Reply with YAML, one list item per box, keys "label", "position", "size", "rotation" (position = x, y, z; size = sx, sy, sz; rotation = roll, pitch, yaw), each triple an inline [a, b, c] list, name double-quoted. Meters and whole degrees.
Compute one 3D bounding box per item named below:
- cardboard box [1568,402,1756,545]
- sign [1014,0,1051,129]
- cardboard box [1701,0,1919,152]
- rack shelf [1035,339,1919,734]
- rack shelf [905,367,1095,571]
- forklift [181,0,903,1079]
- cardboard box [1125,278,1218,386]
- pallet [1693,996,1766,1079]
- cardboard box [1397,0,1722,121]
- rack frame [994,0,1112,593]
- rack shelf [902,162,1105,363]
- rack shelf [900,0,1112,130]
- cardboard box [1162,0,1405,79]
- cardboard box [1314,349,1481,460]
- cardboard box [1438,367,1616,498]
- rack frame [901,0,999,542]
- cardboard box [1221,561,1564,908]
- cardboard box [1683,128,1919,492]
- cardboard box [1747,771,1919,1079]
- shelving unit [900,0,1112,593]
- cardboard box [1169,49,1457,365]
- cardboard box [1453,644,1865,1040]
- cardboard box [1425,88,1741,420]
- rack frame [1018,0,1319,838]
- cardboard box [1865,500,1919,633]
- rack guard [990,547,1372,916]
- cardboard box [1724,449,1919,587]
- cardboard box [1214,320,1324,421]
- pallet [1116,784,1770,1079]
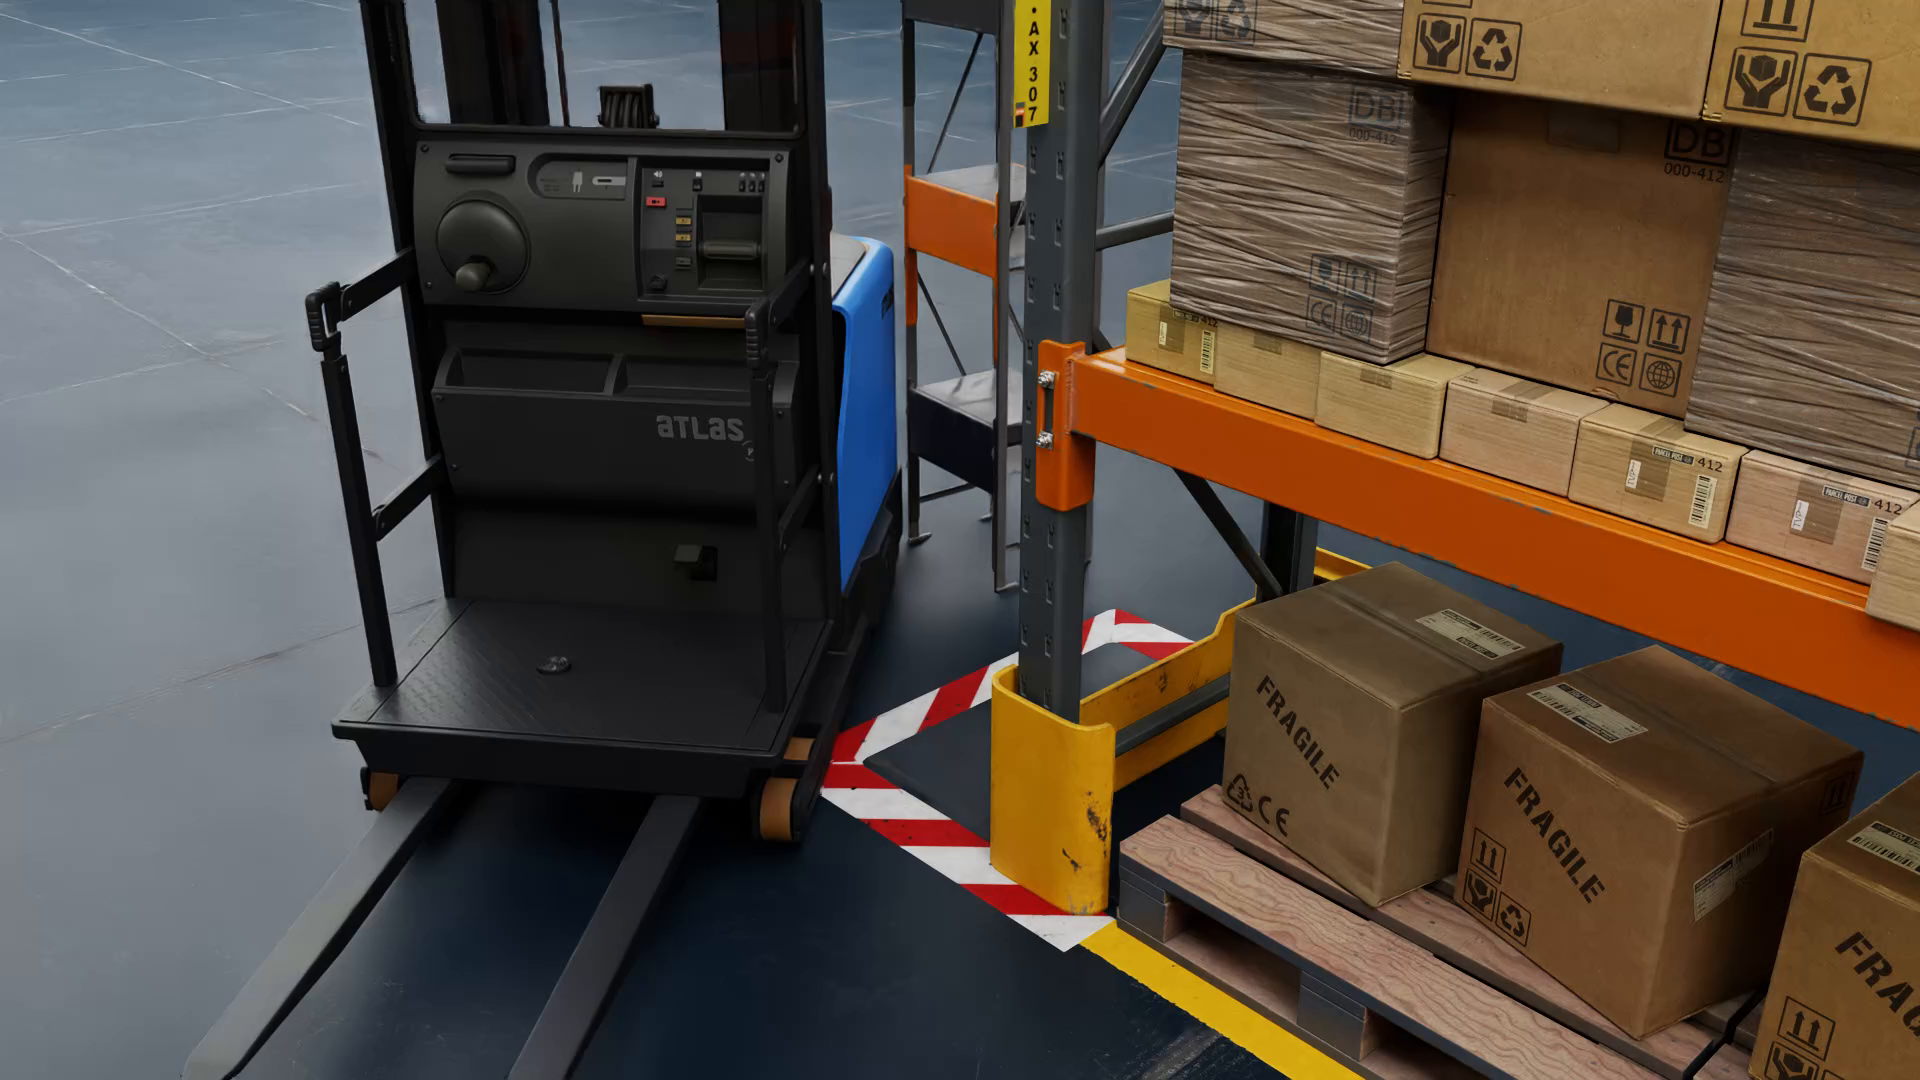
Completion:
- label: "cardboard box"
  position: [1.228, -0.148, 2.762]
  size: [0.380, 0.149, 0.250]
  rotation: [-21, 32, -38]
- label: "sign"
  position: [0.143, -0.965, 3.207]
  size: [0.100, 0.325, 0.005]
  rotation: [-21, 32, -38]
- label: "cardboard box"
  position: [1.395, -0.812, 2.232]
  size: [0.500, 0.500, 0.500]
  rotation: [-21, 32, -38]
- label: "rack shelf"
  position: [1.905, 0.208, 2.546]
  size: [1.077, 0.370, 4.000]
  rotation: [-21, 32, -38]
- label: "rack shelf"
  position: [0.132, -0.267, 5.524]
  size: [0.431, 0.518, 0.480]
  rotation: [-17, 29, -33]
- label: "forklift"
  position: [-0.896, -0.738, 3.836]
  size: [1.130, 2.935, 3.031]
  rotation: [3, 25, 7]
- label: "cardboard box"
  position: [0.559, -0.456, 3.439]
  size: [0.380, 0.149, 0.250]
  rotation: [-21, 32, -38]
- label: "pallet"
  position: [1.950, 1.193, 2.881]
  size: [1.003, 0.211, 1.213]
  rotation: [-21, 32, -38]
- label: "cardboard box"
  position: [1.052, -0.963, 2.563]
  size: [0.500, 0.500, 0.500]
  rotation: [-21, 32, -38]
- label: "rack frame"
  position: [0.277, -0.834, 5.049]
  size: [0.400, 2.100, 0.015]
  rotation: [-17, 29, -33]
- label: "rack shelf"
  position: [0.132, -0.904, 5.233]
  size: [0.431, 0.518, 0.480]
  rotation: [-17, 29, -33]
- label: "rack shelf"
  position: [0.133, -1.541, 4.943]
  size: [0.431, 0.518, 0.480]
  rotation: [-17, 29, -33]
- label: "cardboard box"
  position: [0.715, -1.117, 2.900]
  size: [0.500, 0.500, 0.500]
  rotation: [-21, 32, -38]
- label: "cardboard box"
  position: [0.876, -0.295, 3.086]
  size: [0.380, 0.149, 0.250]
  rotation: [-21, 32, -38]
- label: "cardboard box"
  position: [1.062, -0.225, 2.933]
  size: [0.380, 0.149, 0.250]
  rotation: [-21, 32, -38]
- label: "rack frame"
  position: [-0.012, -0.998, 5.407]
  size: [0.400, 2.100, 0.015]
  rotation: [-17, 29, -33]
- label: "cardboard box"
  position: [0.953, 0.415, 3.731]
  size: [0.500, 0.500, 0.500]
  rotation: [-15, 28, -29]
- label: "cardboard box"
  position: [1.634, -0.450, 2.643]
  size: [0.875, 0.500, 0.500]
  rotation: [-21, 32, -38]
- label: "cardboard box"
  position: [1.801, 0.782, 2.928]
  size: [0.500, 0.500, 0.500]
  rotation: [-18, 30, -34]
- label: "shelving unit"
  position: [0.132, -0.916, 5.228]
  size: [0.431, 2.100, 0.503]
  rotation: [-17, 29, -33]
- label: "cardboard box"
  position: [0.894, -0.731, 3.260]
  size: [0.875, 0.500, 0.500]
  rotation: [-21, 32, -38]
- label: "cardboard box"
  position: [1.387, 0.587, 3.355]
  size: [0.500, 0.500, 0.500]
  rotation: [-12, 27, -25]
- label: "cardboard box"
  position: [1.324, -0.614, 3.002]
  size: [0.875, 0.500, 0.500]
  rotation: [-21, 32, -38]
- label: "rack frame"
  position: [0.538, -0.725, 3.725]
  size: [1.000, 3.000, 0.127]
  rotation: [-21, 32, -38]
- label: "cardboard box"
  position: [1.514, 0.026, 2.383]
  size: [0.380, 0.149, 0.250]
  rotation: [-21, 32, -38]
- label: "rack guard"
  position: [0.590, 0.436, 4.193]
  size: [1.175, 0.500, 0.348]
  rotation: [-21, 32, -38]
- label: "cardboard box"
  position: [1.418, -0.080, 2.613]
  size: [0.380, 0.149, 0.250]
  rotation: [-21, 32, -38]
- label: "cardboard box"
  position: [0.716, -0.375, 3.261]
  size: [0.380, 0.149, 0.250]
  rotation: [-21, 32, -38]
- label: "pallet"
  position: [1.120, 0.823, 3.691]
  size: [1.003, 0.211, 1.213]
  rotation: [-21, 32, -38]
